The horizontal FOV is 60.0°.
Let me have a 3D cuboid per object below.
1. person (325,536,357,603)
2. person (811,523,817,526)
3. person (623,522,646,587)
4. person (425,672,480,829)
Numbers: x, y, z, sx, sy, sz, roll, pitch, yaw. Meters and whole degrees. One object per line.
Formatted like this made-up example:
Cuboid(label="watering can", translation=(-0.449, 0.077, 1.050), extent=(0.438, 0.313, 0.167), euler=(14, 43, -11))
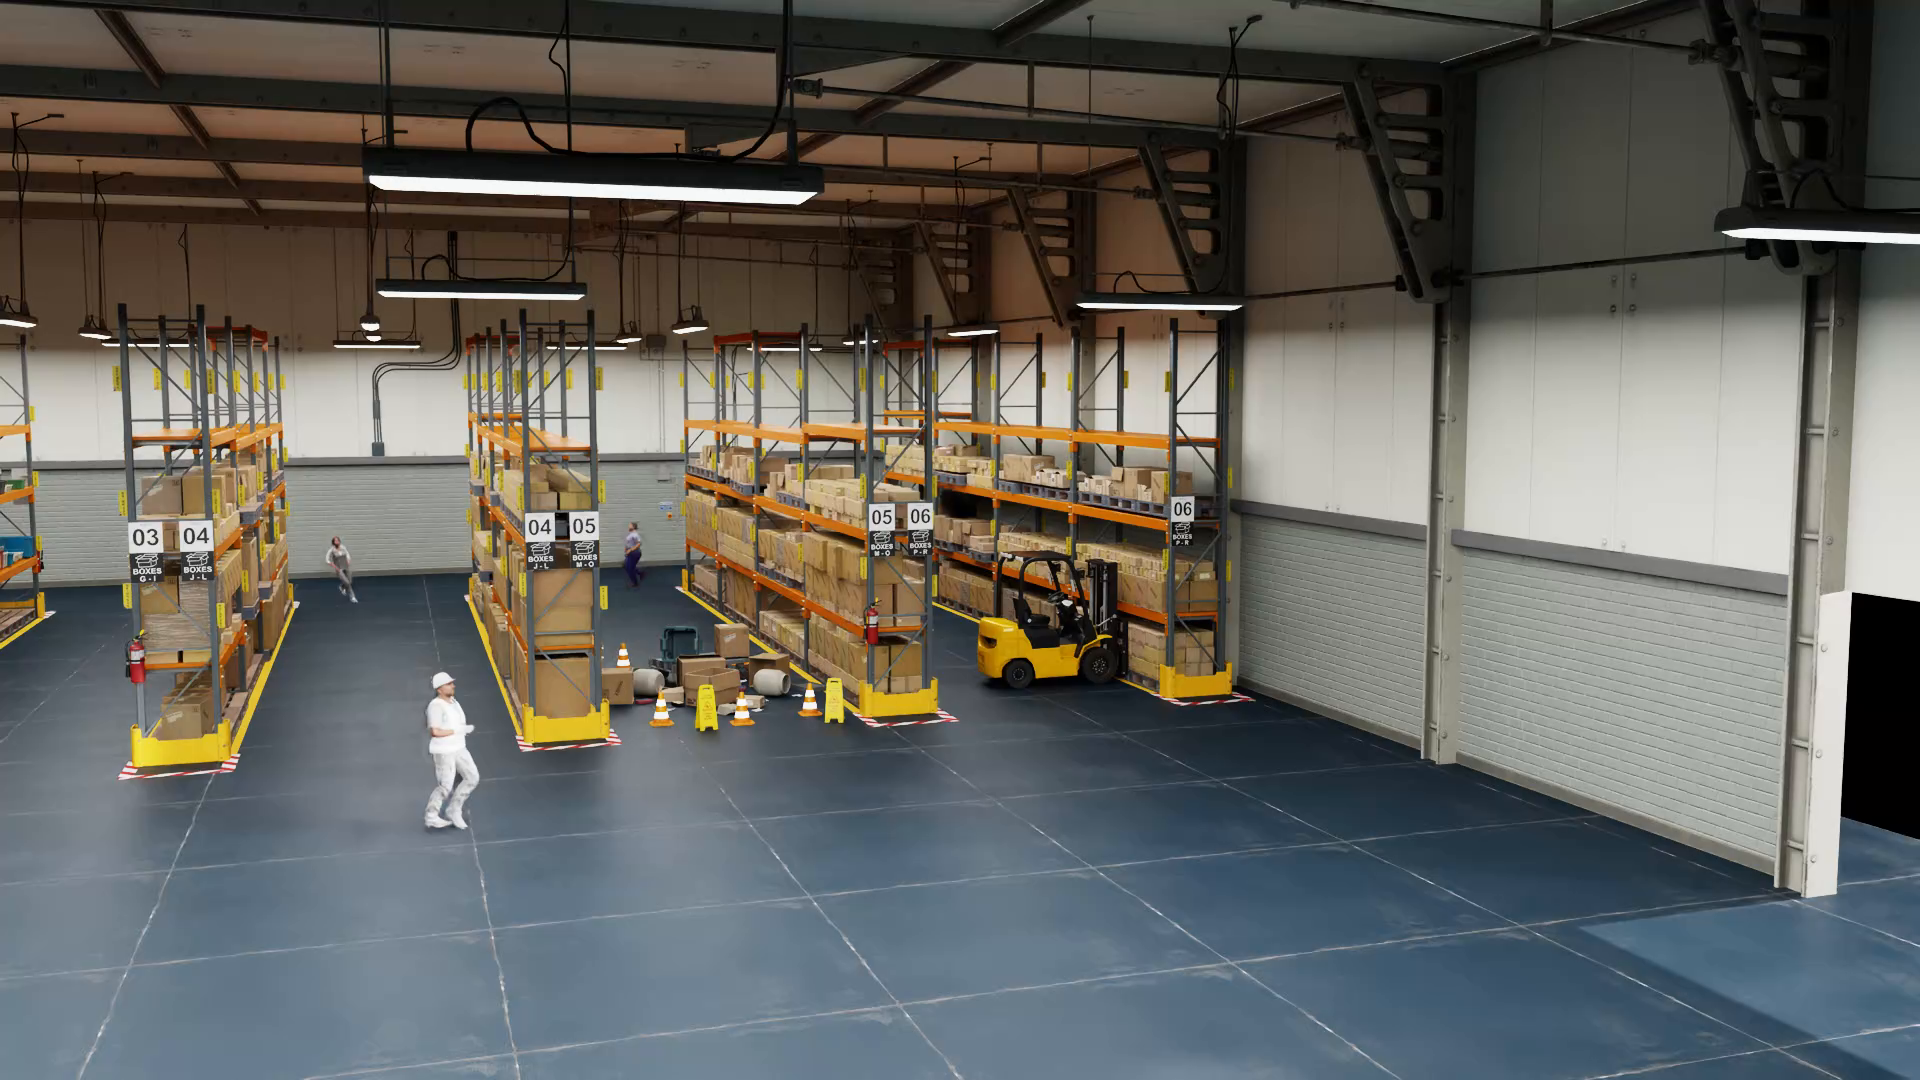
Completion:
Cuboid(label="person", translation=(-14.143, 0.666, 37.848), extent=(0.685, 1.525, 0.596), euler=(5, 7, 44))
Cuboid(label="person", translation=(-3.191, 0.455, 36.096), extent=(0.677, 1.689, 0.721), euler=(-2, 6, -21))
Cuboid(label="person", translation=(-7.956, 0.349, 40.682), extent=(0.526, 1.600, 0.596), euler=(-2, 6, -23))
Cuboid(label="person", translation=(-5.657, 2.368, 18.537), extent=(0.671, 1.805, 0.657), euler=(1, 6, 11))
